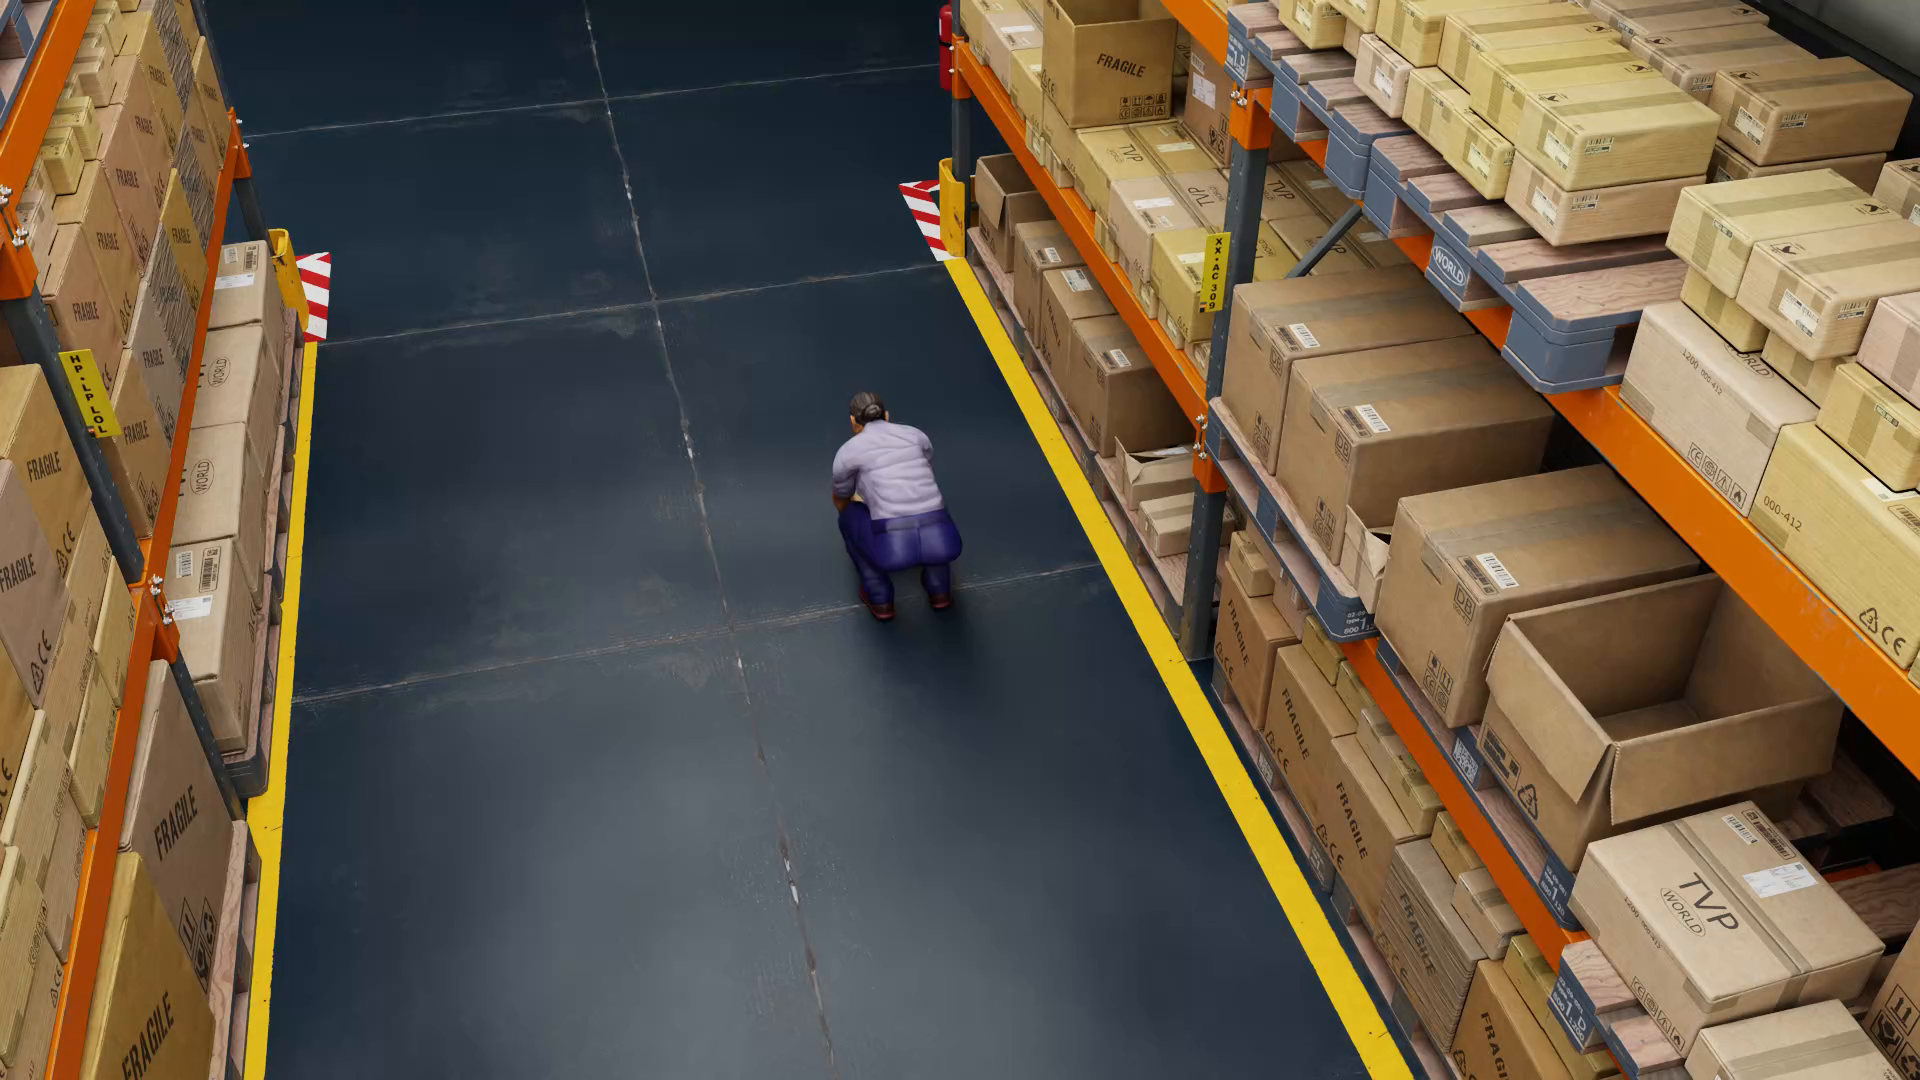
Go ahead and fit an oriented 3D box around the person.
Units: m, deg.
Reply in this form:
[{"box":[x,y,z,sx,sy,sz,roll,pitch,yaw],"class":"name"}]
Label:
[{"box":[-0.292,-0.141,7.537,0.523,0.869,0.828,-10,39,-12],"class":"person"}]
